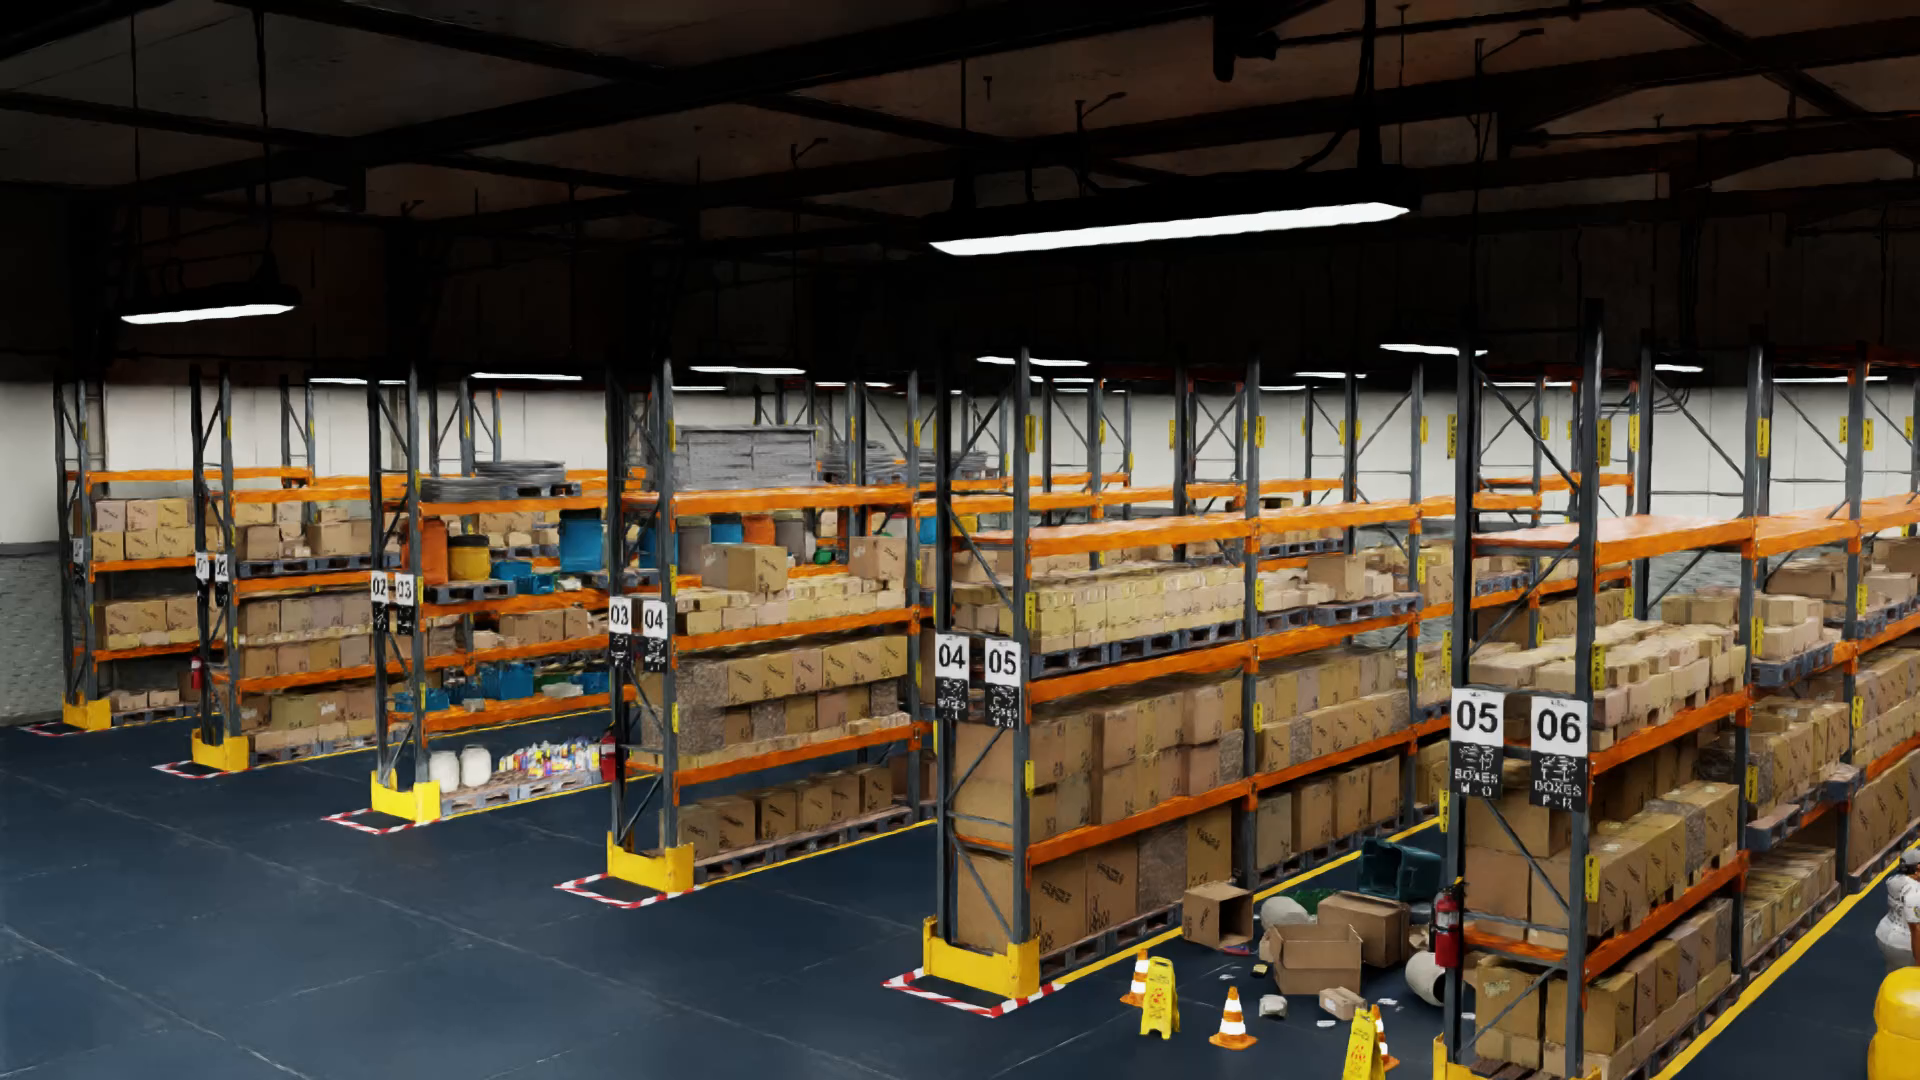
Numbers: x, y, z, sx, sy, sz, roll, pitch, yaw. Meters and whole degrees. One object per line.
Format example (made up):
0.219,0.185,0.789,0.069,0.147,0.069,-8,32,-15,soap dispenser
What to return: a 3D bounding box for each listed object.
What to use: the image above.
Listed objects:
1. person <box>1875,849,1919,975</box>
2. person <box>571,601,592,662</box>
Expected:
7.742,3.343,13.545,0.462,1.673,0.579,1,4,11,person
-7.579,1.952,33.350,0.639,1.632,0.506,3,5,39,person
